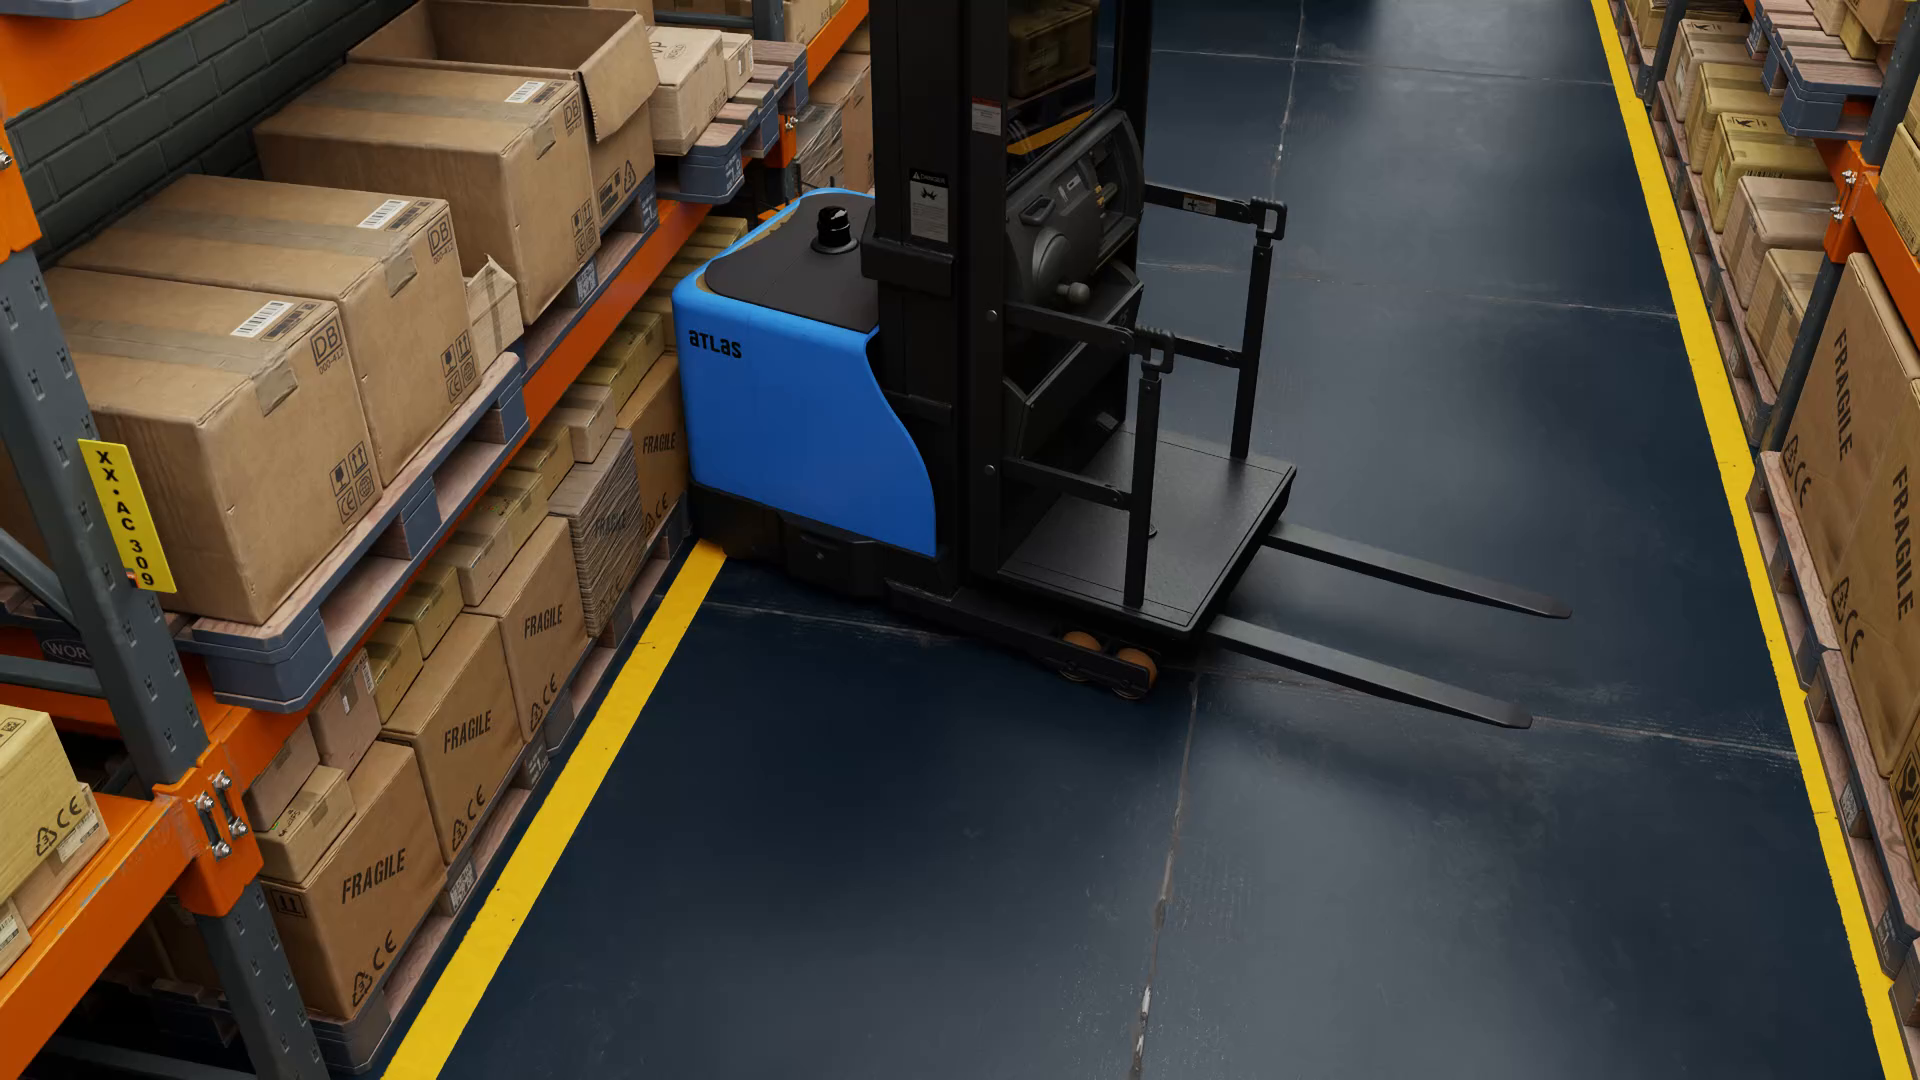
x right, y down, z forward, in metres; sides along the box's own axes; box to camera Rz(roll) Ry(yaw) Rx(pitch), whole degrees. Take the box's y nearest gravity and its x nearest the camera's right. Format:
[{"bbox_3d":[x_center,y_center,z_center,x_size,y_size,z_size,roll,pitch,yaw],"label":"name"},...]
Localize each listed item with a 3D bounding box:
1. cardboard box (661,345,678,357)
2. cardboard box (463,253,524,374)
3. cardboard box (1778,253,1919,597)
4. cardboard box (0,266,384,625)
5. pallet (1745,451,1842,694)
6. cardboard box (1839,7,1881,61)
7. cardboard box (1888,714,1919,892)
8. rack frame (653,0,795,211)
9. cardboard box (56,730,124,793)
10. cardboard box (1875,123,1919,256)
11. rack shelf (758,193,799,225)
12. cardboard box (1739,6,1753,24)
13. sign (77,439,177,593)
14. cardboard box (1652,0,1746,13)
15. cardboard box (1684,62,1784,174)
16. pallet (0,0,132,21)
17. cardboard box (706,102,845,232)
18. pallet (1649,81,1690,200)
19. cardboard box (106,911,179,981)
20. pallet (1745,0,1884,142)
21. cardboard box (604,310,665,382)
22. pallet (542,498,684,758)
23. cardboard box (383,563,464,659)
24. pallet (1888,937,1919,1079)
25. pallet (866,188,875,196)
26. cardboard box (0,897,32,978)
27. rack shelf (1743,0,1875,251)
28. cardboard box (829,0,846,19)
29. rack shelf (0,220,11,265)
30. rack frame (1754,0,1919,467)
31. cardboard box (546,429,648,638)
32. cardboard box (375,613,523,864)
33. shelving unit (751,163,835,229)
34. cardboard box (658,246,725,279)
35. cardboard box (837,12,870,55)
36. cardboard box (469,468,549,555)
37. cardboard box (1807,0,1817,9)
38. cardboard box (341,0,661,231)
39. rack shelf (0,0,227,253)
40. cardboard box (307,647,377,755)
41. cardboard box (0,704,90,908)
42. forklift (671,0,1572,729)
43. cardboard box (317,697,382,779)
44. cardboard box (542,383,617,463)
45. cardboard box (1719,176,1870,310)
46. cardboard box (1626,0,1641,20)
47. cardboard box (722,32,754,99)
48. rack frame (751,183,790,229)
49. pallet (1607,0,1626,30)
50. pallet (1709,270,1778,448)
[{"bbox_3d":[-1.183,-0.649,6.361,0.500,0.500,0.500,7,36,9],"label":"cardboard box"},{"bbox_3d":[-1.368,-0.617,4.301,0.396,0.266,0.258,9,37,12],"label":"cardboard box"},{"bbox_3d":[3.436,-0.350,5.629,0.875,0.875,0.875,7,37,10],"label":"cardboard box"},{"bbox_3d":[-1.718,-0.212,3.544,0.700,0.500,0.500,8,37,11],"label":"cardboard box"},{"bbox_3d":[3.422,0.146,5.869,1.003,0.211,1.213,7,37,10],"label":"pallet"},{"bbox_3d":[3.491,-1.874,6.136,0.380,0.149,0.250,8,37,11],"label":"cardboard box"},{"bbox_3d":[3.050,0.673,4.217,0.875,0.875,0.875,8,37,11],"label":"cardboard box"},{"bbox_3d":[-1.186,-2.046,6.517,1.000,3.000,0.127,7,37,10],"label":"rack frame"},{"bbox_3d":[-2.243,0.580,4.113,0.380,0.149,0.250,6,36,8],"label":"cardboard box"},{"bbox_3d":[3.314,-1.116,5.361,0.500,0.250,0.500,7,36,9],"label":"cardboard box"},{"bbox_3d":[-0.640,-1.174,6.509,0.215,0.259,0.240,26,44,32],"label":"rack shelf"},{"bbox_3d":[4.909,-3.080,9.929,0.500,0.250,0.500,6,36,8],"label":"cardboard box"},{"bbox_3d":[-1.508,-0.039,3.011,0.100,0.325,0.005,7,37,10],"label":"sign"},{"bbox_3d":[4.383,-3.452,9.803,0.500,0.500,0.500,7,36,9],"label":"cardboard box"},{"bbox_3d":[4.259,-2.111,8.488,0.950,0.372,0.625,10,37,13],"label":"cardboard box"},{"bbox_3d":[-1.832,-1.256,3.031,1.213,0.211,1.003,7,37,10],"label":"pallet"},{"bbox_3d":[-1.039,-1.610,7.581,0.875,0.625,0.625,8,37,11],"label":"cardboard box"},{"bbox_3d":[4.354,-2.143,9.027,1.003,0.211,1.213,7,37,10],"label":"pallet"},{"bbox_3d":[-2.224,0.771,4.402,0.500,0.500,0.500,7,37,10],"label":"cardboard box"},{"bbox_3d":[3.713,-1.770,6.300,1.213,0.211,1.003,7,37,10],"label":"pallet"},{"bbox_3d":[-1.272,-0.700,5.879,0.380,0.149,0.250,8,37,11],"label":"cardboard box"},{"bbox_3d":[-1.645,0.204,5.789,1.003,0.211,1.213,7,37,10],"label":"pallet"},{"bbox_3d":[-1.631,0.179,4.667,0.380,0.149,0.250,7,36,9],"label":"cardboard box"},{"bbox_3d":[2.901,1.545,3.939,1.003,0.211,1.213,7,37,10],"label":"pallet"},{"bbox_3d":[-0.972,-1.384,7.979,1.003,0.211,1.213,7,37,10],"label":"pallet"},{"bbox_3d":[-1.896,0.716,2.921,0.380,0.149,0.250,8,37,11],"label":"cardboard box"},{"bbox_3d":[4.092,-2.281,7.454,1.077,0.370,4.000,7,37,10],"label":"rack shelf"},{"bbox_3d":[-0.740,-2.496,7.266,0.500,0.250,0.500,7,36,9],"label":"cardboard box"},{"bbox_3d":[-2.467,0.471,1.101,1.077,0.370,4.000,7,37,10],"label":"rack shelf"},{"bbox_3d":[3.664,-1.426,5.661,1.000,3.000,0.127,7,37,10],"label":"rack frame"},{"bbox_3d":[-1.385,-0.048,5.533,0.500,0.500,0.500,6,36,8],"label":"cardboard box"},{"bbox_3d":[-1.613,0.534,4.729,0.500,0.500,0.500,7,36,9],"label":"cardboard box"},{"bbox_3d":[-0.640,-0.952,6.669,0.215,1.050,0.252,26,44,32],"label":"shelving unit"},{"bbox_3d":[-1.072,-0.991,6.281,0.380,0.149,0.250,6,36,8],"label":"cardboard box"},{"bbox_3d":[-0.764,-2.372,8.632,0.875,0.625,0.625,6,36,8],"label":"cardboard box"},{"bbox_3d":[-1.486,-0.102,5.054,0.380,0.149,0.250,9,37,12],"label":"cardboard box"},{"bbox_3d":[3.563,-2.168,6.541,0.380,0.149,0.250,6,36,8],"label":"cardboard box"},{"bbox_3d":[-1.354,-1.299,5.040,0.797,0.503,0.637,7,36,9],"label":"cardboard box"},{"bbox_3d":[-1.613,-1.822,4.265,1.077,0.370,4.000,7,37,10],"label":"rack shelf"},{"bbox_3d":[-1.695,0.379,4.137,0.380,0.149,0.250,6,36,8],"label":"cardboard box"},{"bbox_3d":[-1.910,0.510,2.864,0.500,0.250,0.500,8,37,11],"label":"cardboard box"},{"bbox_3d":[0.552,-1.017,5.155,3.031,2.935,1.130,17,39,22],"label":"forklift"},{"bbox_3d":[-1.720,0.486,4.243,0.380,0.149,0.250,6,36,9],"label":"cardboard box"},{"bbox_3d":[-1.354,-0.395,5.458,0.380,0.149,0.250,6,36,8],"label":"cardboard box"},{"bbox_3d":[3.945,-1.278,7.339,0.950,0.372,0.625,7,36,9],"label":"cardboard box"},{"bbox_3d":[4.486,-3.455,10.446,0.500,0.250,0.500,6,36,9],"label":"cardboard box"},{"bbox_3d":[-0.951,-1.689,5.881,0.380,0.149,0.250,8,37,11],"label":"cardboard box"},{"bbox_3d":[-0.719,-0.898,6.594,0.200,1.050,0.008,26,44,32],"label":"rack frame"},{"bbox_3d":[4.886,-3.681,11.149,1.003,0.211,1.213,7,37,10],"label":"pallet"},{"bbox_3d":[3.833,-0.744,7.097,1.003,0.211,1.213,7,37,10],"label":"pallet"}]
